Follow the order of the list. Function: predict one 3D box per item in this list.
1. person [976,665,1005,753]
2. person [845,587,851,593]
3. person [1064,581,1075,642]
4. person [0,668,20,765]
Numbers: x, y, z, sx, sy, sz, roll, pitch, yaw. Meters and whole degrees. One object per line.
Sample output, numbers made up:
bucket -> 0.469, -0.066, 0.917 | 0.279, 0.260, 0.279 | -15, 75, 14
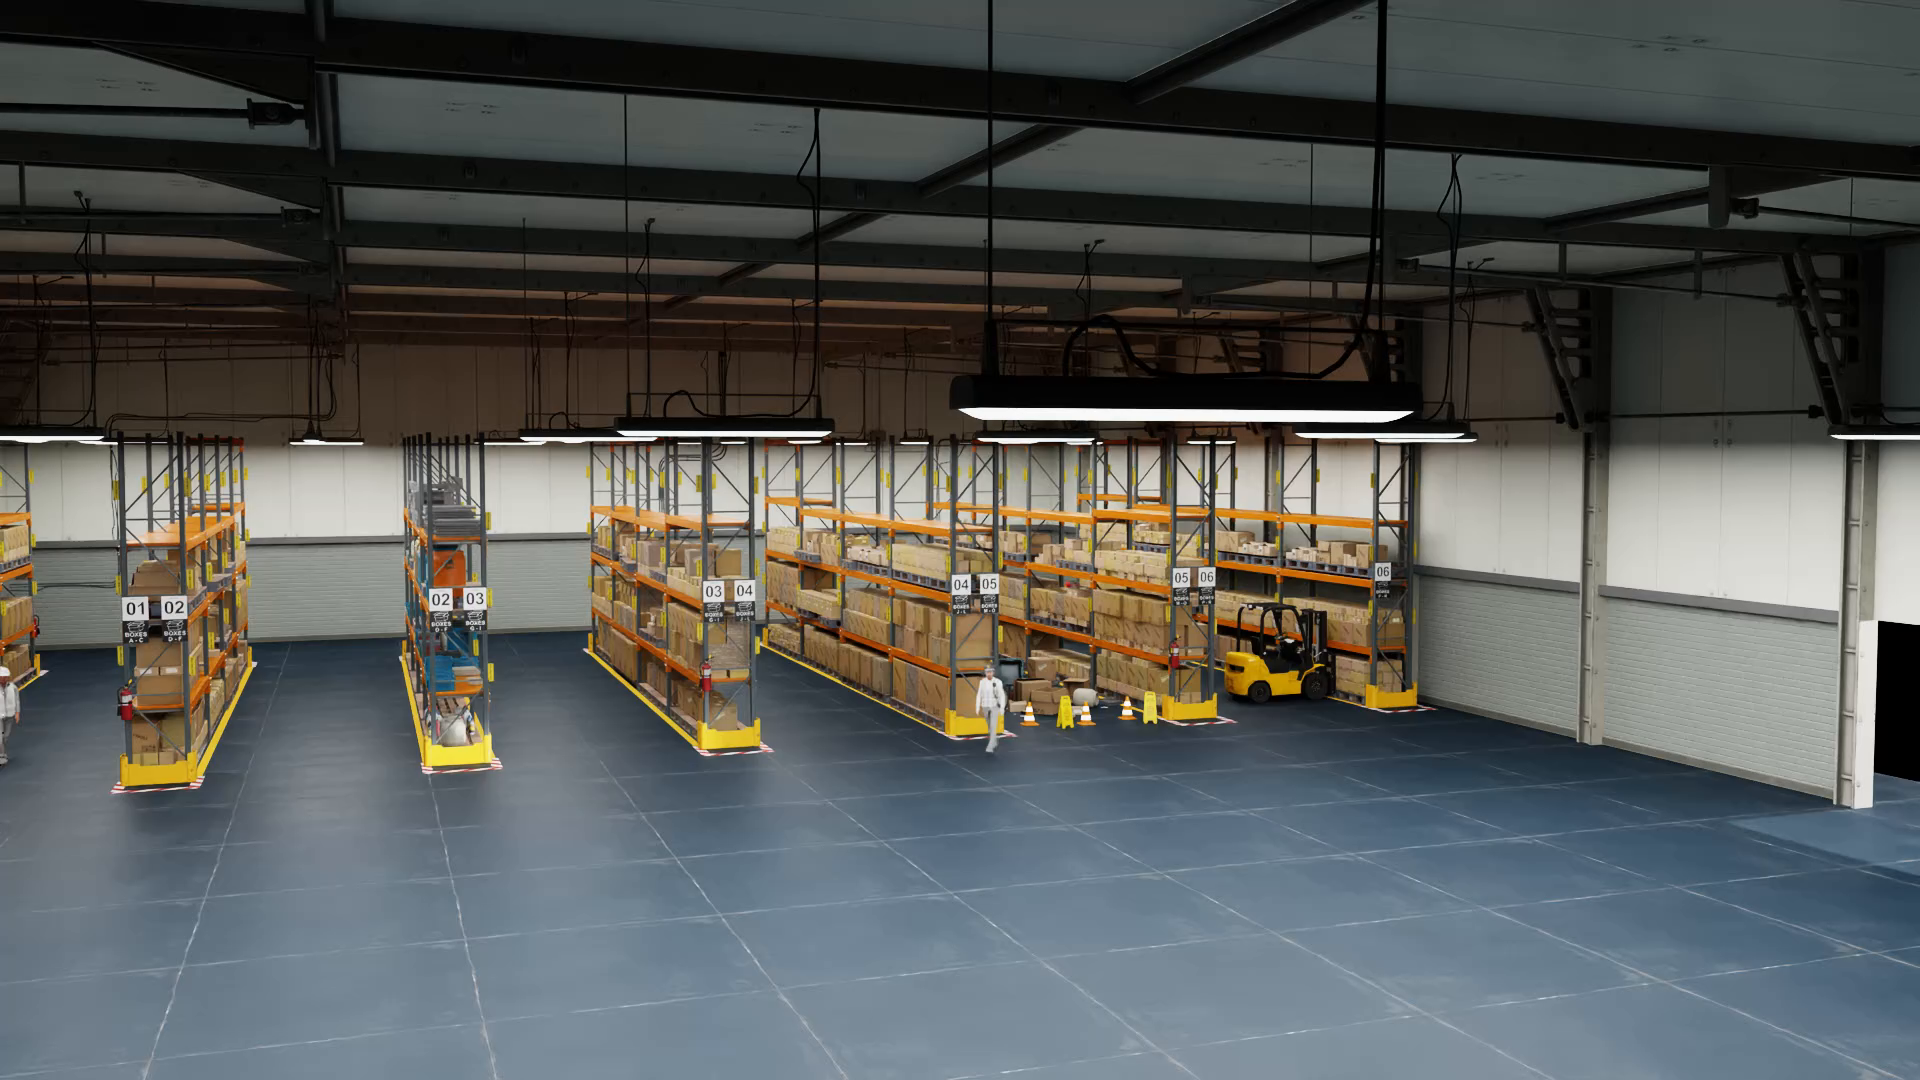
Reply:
person -> 0.563, 3.153, 31.278 | 0.524, 1.623, 1.005 | 2, 4, 28
person -> -3.143, 2.215, 47.311 | 0.599, 1.760, 0.534 | -1, 3, -10
person -> 3.161, 2.111, 49.063 | 0.542, 1.788, 0.545 | 2, 4, 38
person -> -17.312, 3.166, 30.100 | 1.021, 1.712, 0.555 | 2, 4, 36
